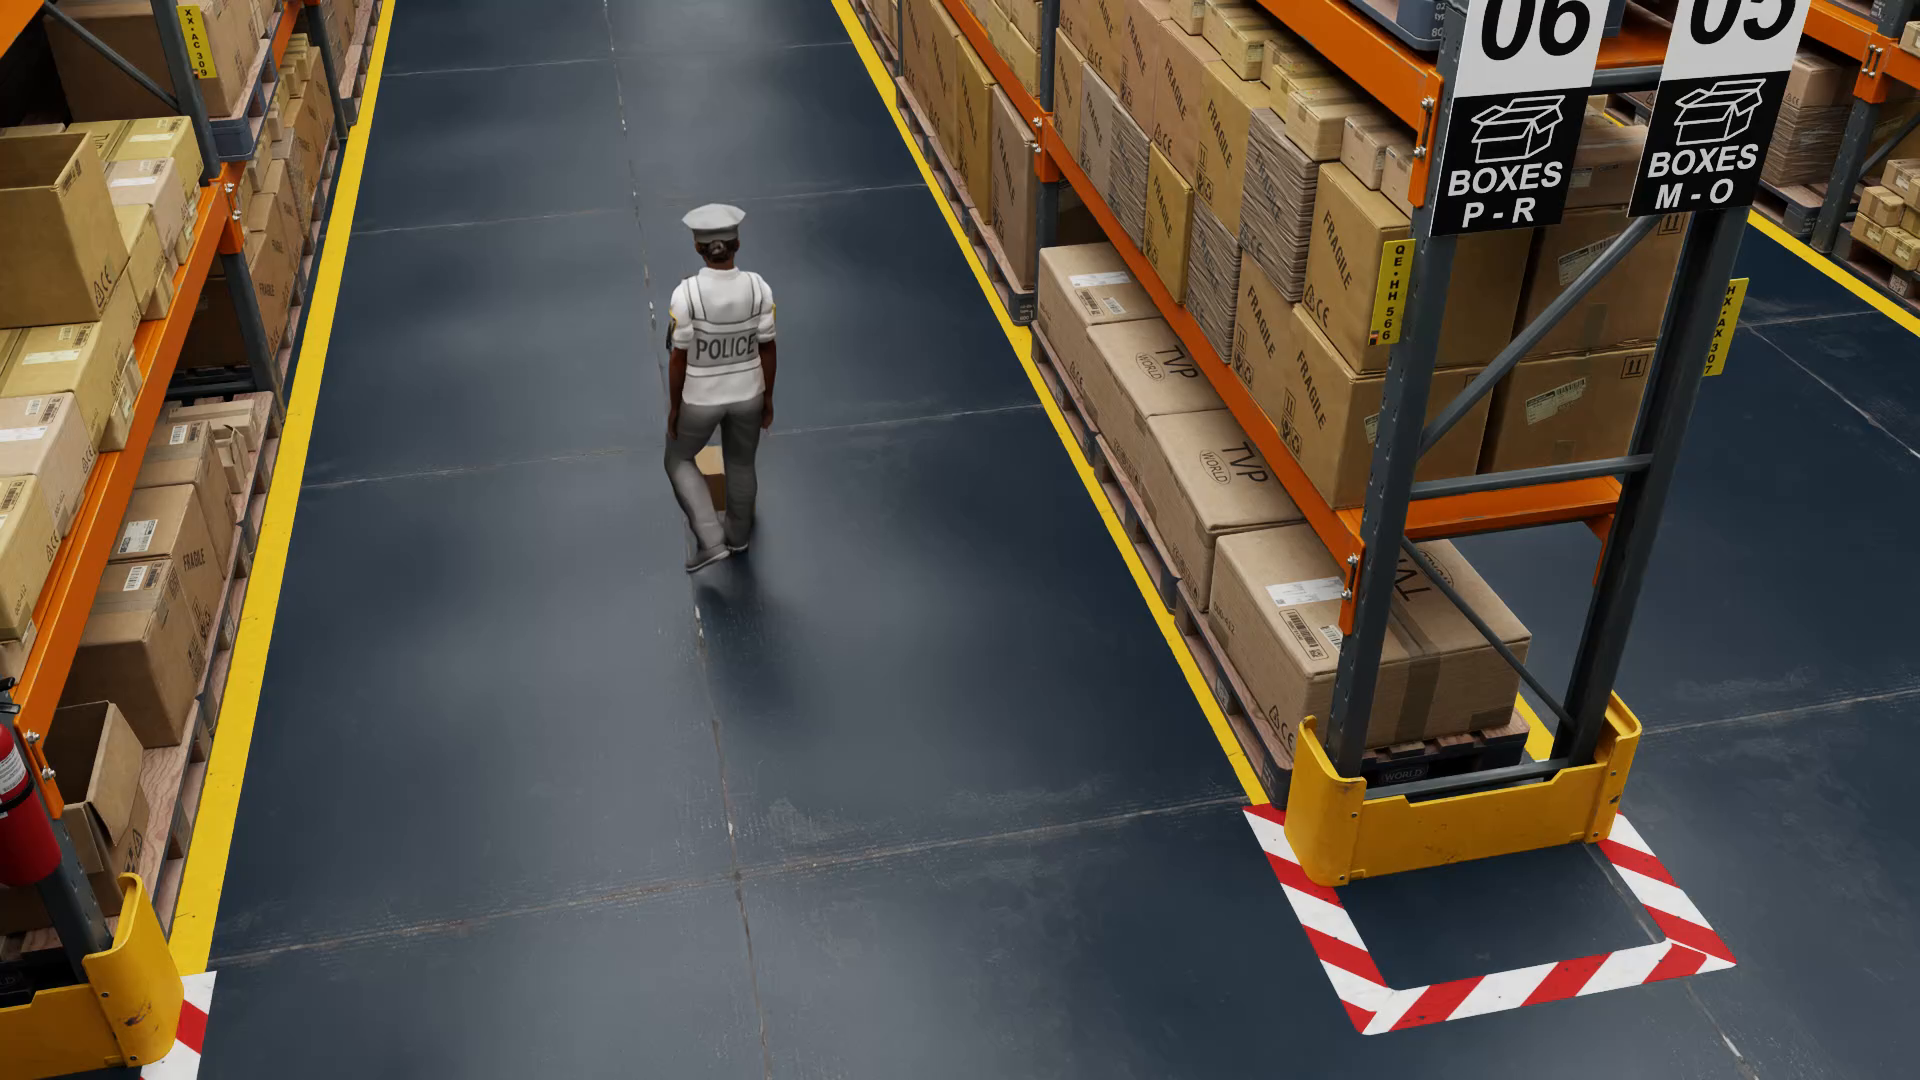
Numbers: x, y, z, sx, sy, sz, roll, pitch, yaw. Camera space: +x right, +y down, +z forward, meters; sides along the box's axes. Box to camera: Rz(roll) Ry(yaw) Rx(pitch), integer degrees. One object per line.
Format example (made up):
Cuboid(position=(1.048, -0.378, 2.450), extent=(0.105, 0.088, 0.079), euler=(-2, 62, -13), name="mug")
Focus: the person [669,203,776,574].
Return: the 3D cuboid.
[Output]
Cuboid(position=(-1.020, -0.620, 7.006), extent=(0.484, 1.645, 0.560), euler=(-14, 37, -20), name="person")
